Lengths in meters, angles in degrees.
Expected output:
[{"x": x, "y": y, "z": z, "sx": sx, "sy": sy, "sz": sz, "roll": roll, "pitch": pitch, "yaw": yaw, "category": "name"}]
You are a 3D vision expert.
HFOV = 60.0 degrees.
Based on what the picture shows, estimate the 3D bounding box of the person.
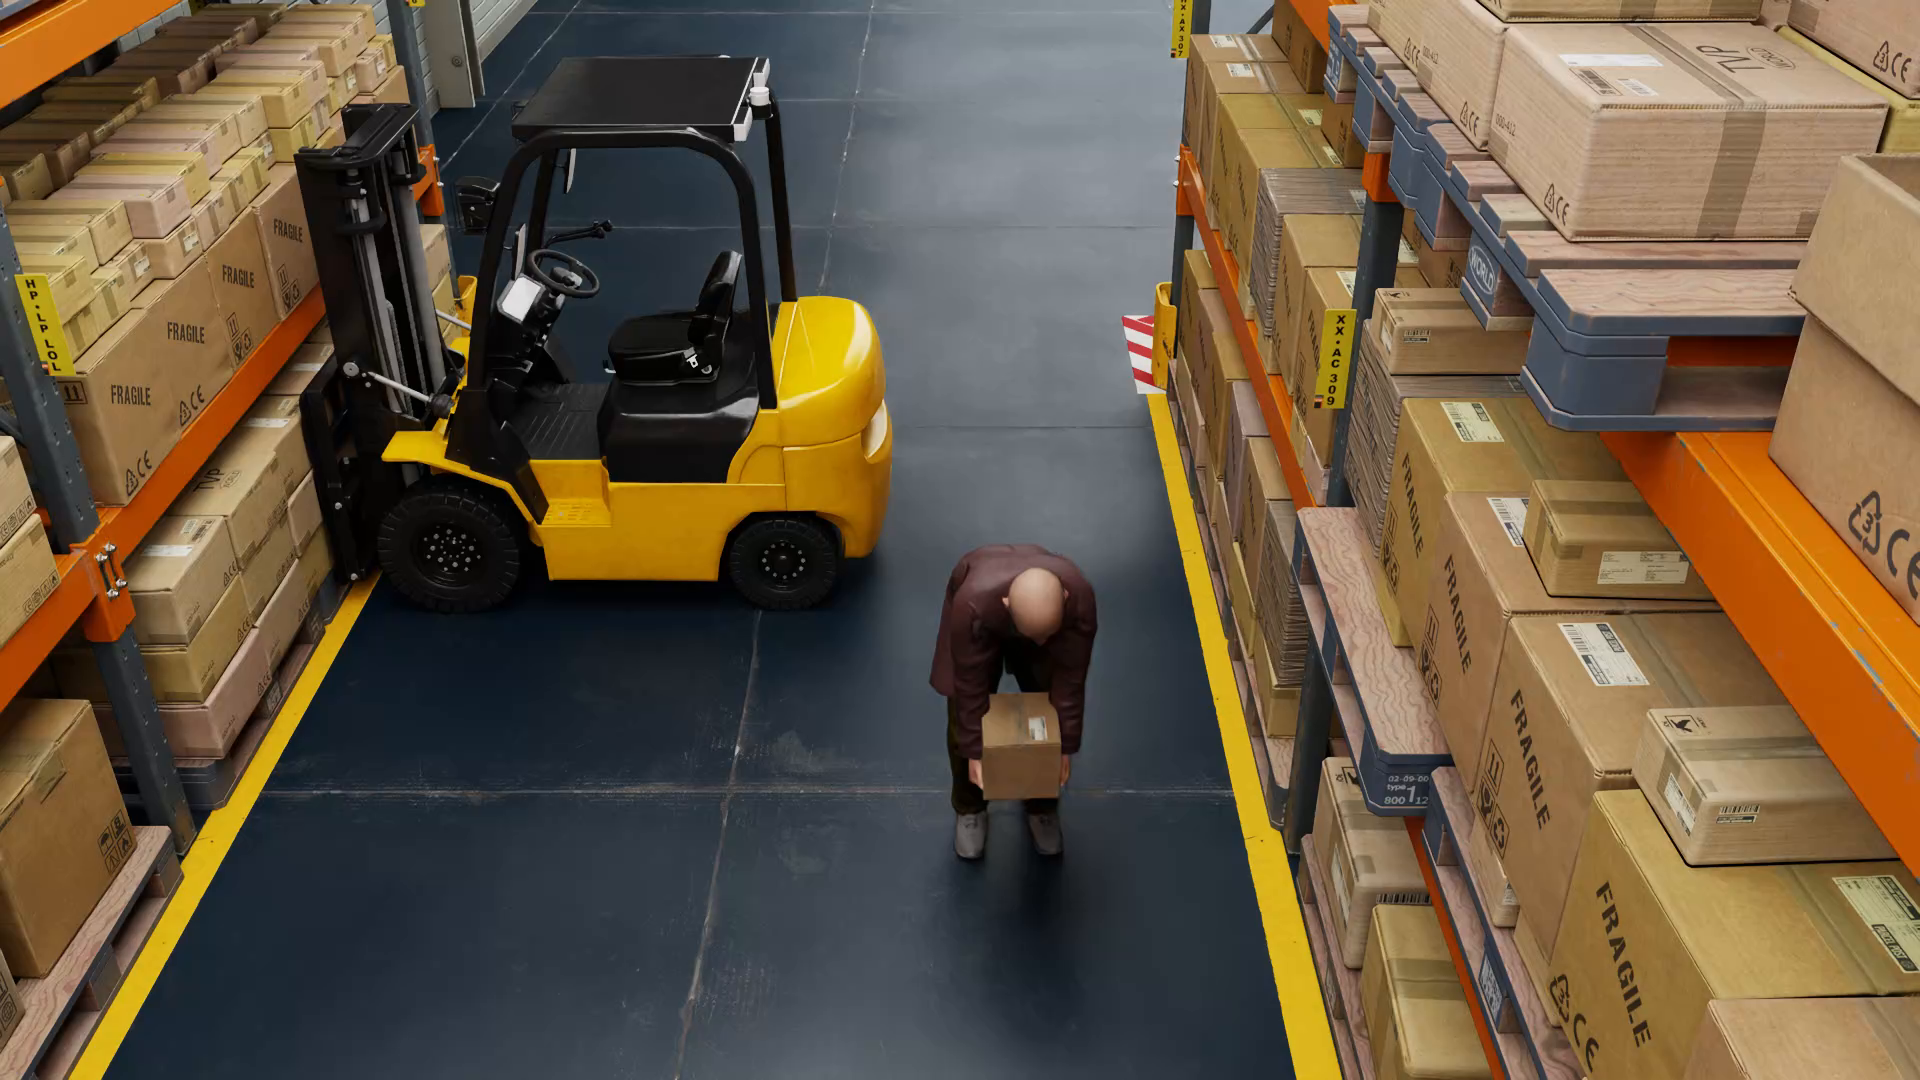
[{"x": 0.184, "y": 0.555, "z": 5.584, "sx": 0.551, "sy": 1.416, "sz": 0.860, "roll": -3, "pitch": 31, "yaw": -4, "category": "person"}]
